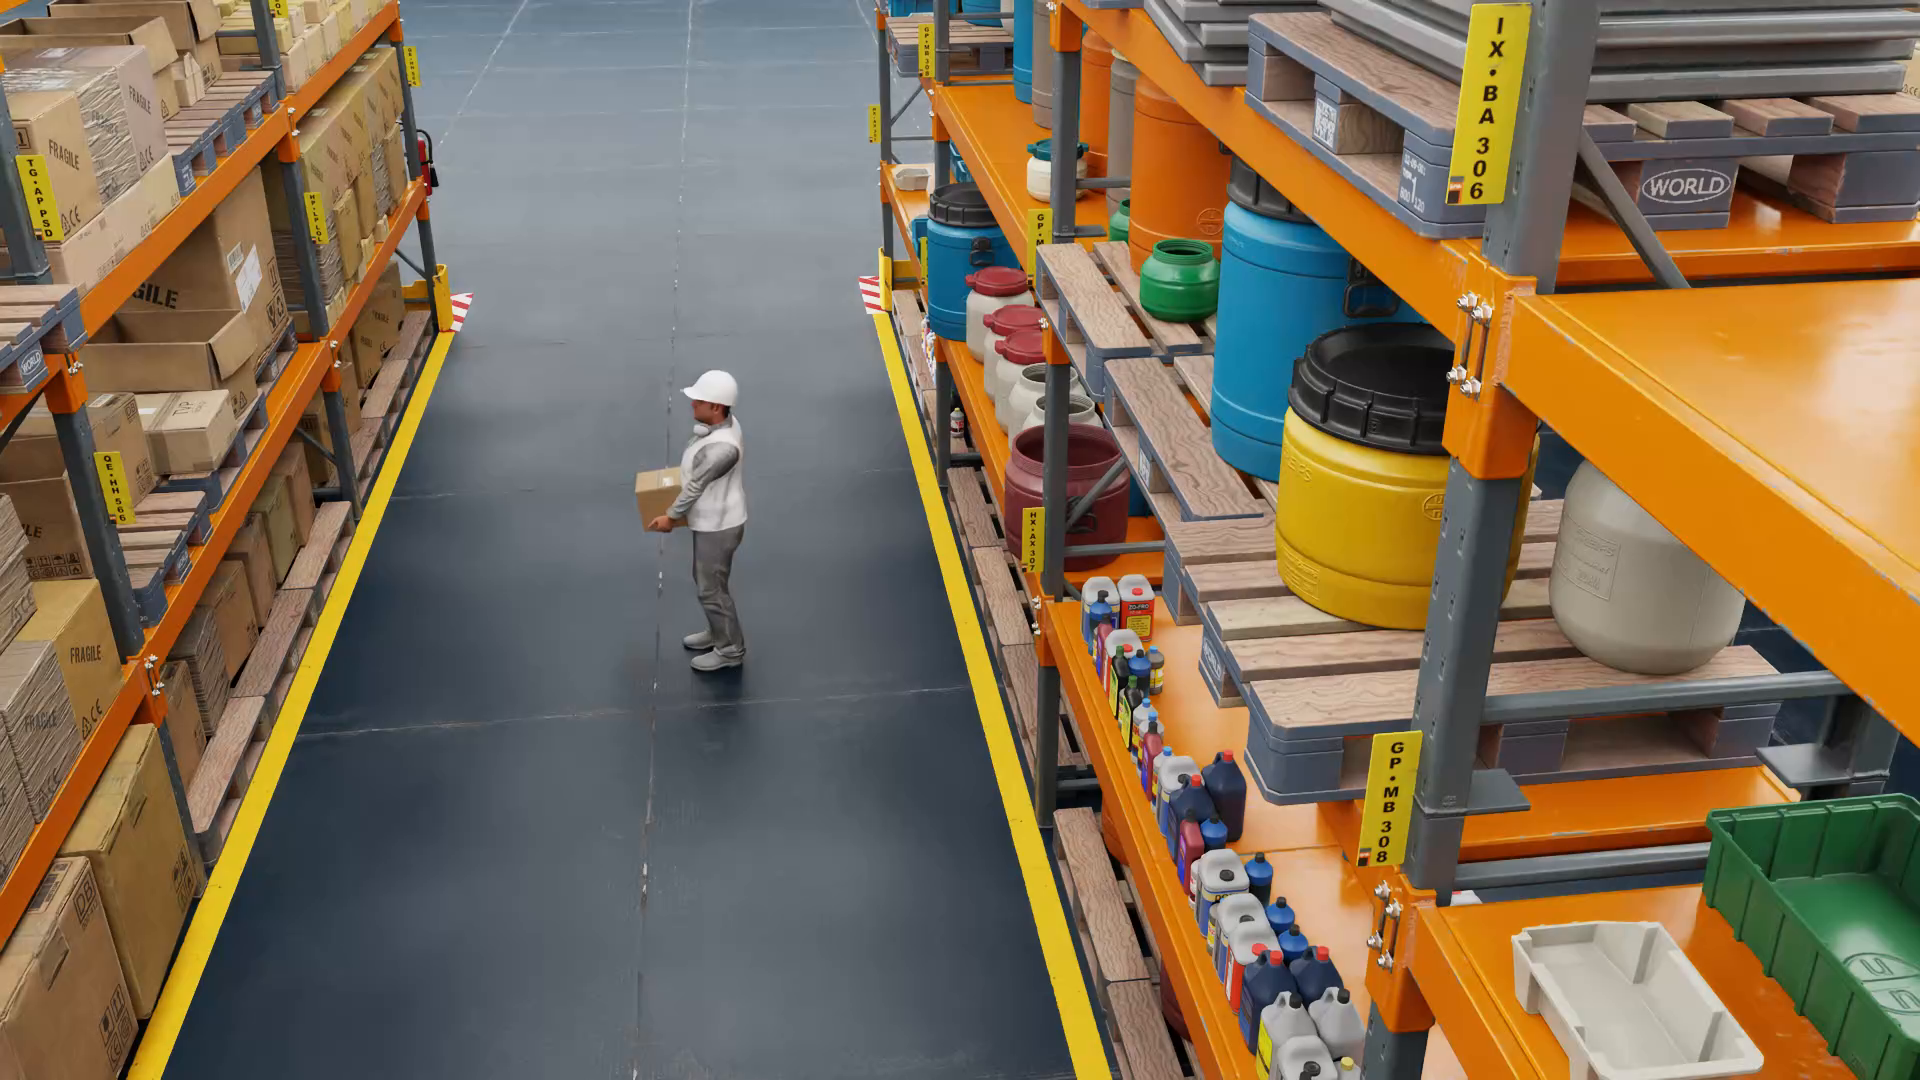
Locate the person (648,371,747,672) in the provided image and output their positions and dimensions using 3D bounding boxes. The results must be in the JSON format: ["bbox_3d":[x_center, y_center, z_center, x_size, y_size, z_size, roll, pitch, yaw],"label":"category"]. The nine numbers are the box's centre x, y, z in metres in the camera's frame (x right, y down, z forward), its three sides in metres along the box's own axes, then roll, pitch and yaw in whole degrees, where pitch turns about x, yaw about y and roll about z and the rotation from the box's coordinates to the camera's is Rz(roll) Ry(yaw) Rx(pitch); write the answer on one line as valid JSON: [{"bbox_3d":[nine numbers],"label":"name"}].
[{"bbox_3d":[-1.461,-0.108,9.294,0.546,1.765,0.494,-3,27,-6],"label":"person"}]
